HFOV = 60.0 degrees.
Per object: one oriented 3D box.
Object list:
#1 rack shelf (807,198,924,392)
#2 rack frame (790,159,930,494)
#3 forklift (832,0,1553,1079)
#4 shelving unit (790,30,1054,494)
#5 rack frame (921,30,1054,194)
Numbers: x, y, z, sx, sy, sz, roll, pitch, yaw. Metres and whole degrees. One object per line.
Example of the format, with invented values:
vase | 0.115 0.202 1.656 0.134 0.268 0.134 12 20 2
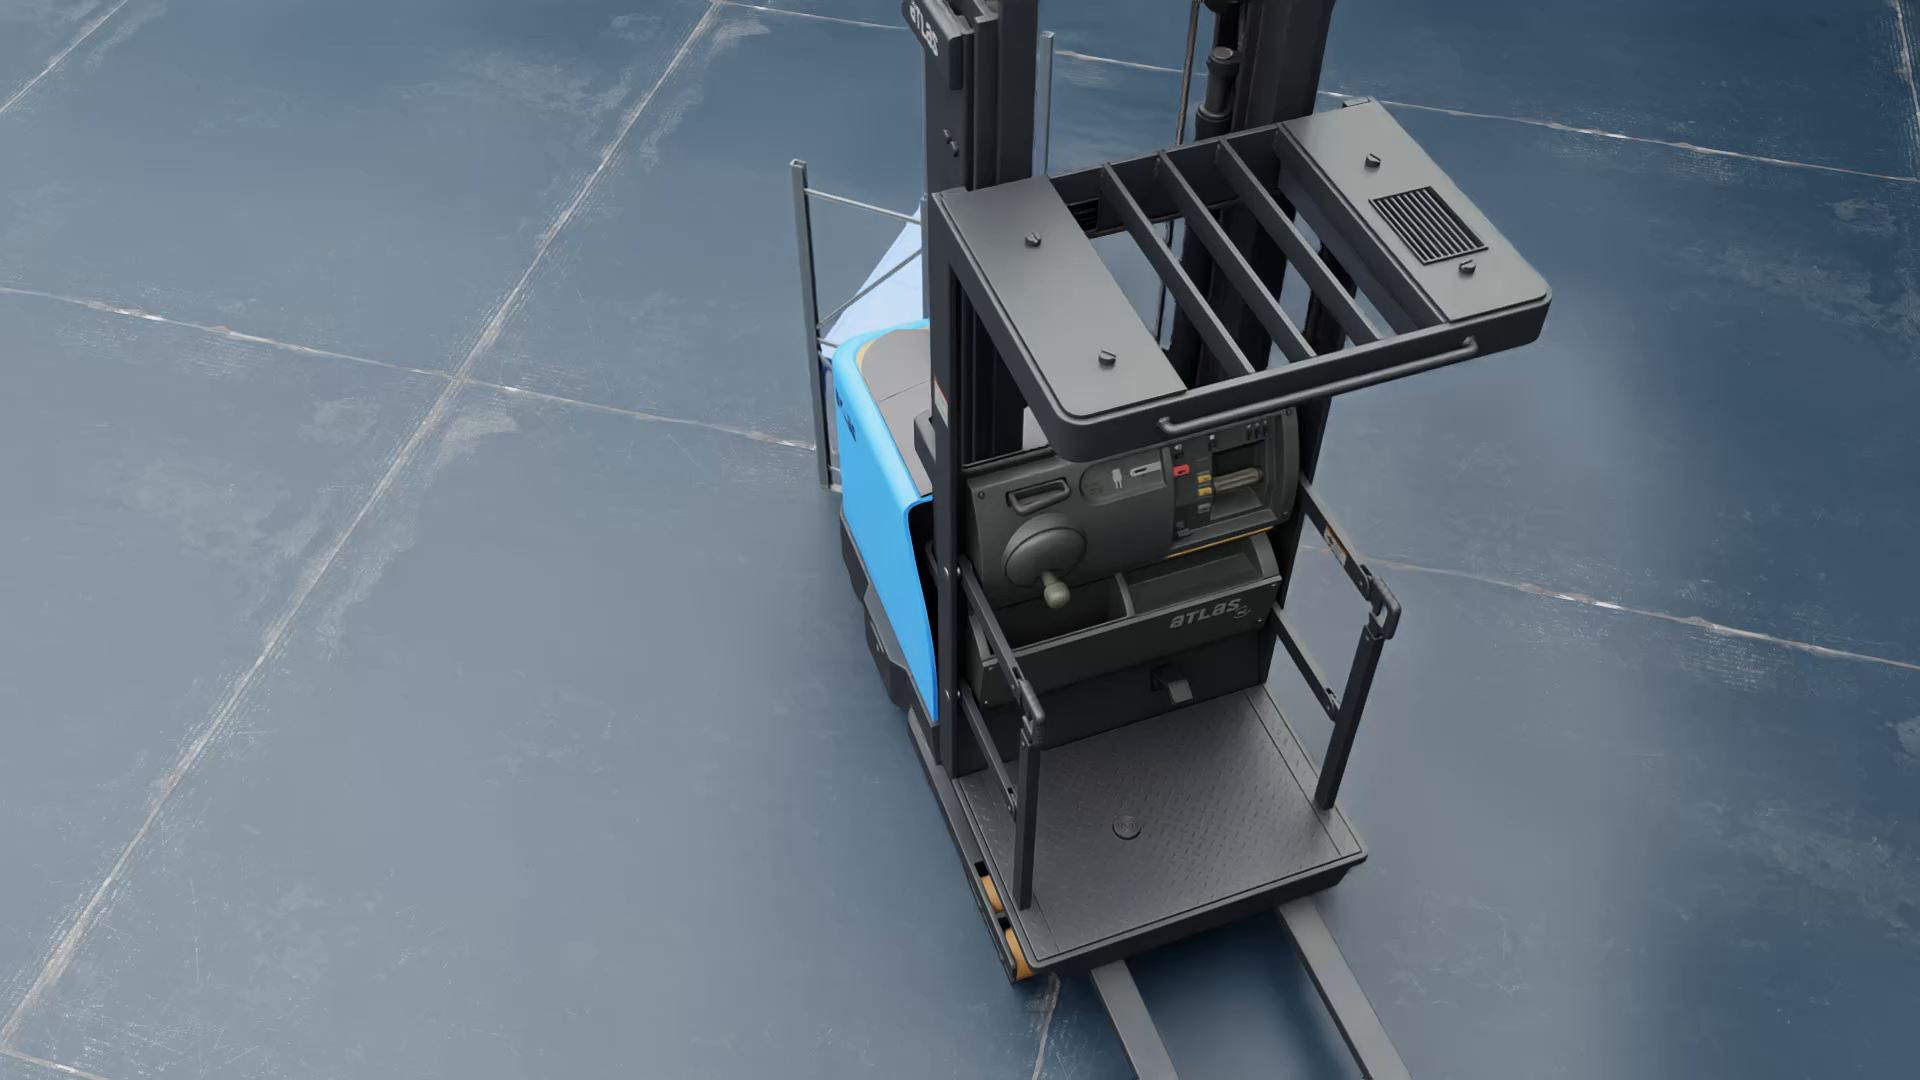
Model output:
rack shelf | -0.107 -0.871 6.258 0.538 0.185 1.000 18 51 15
rack frame | -0.308 -0.640 5.814 0.500 1.500 0.032 18 51 15
forklift | 0.551 0.007 4.289 1.130 2.935 3.031 -15 50 -13
shelving unit | -0.107 -0.990 6.123 0.538 1.500 1.048 18 51 15
rack frame | 0.093 -1.340 6.432 0.500 1.500 0.032 18 51 15
